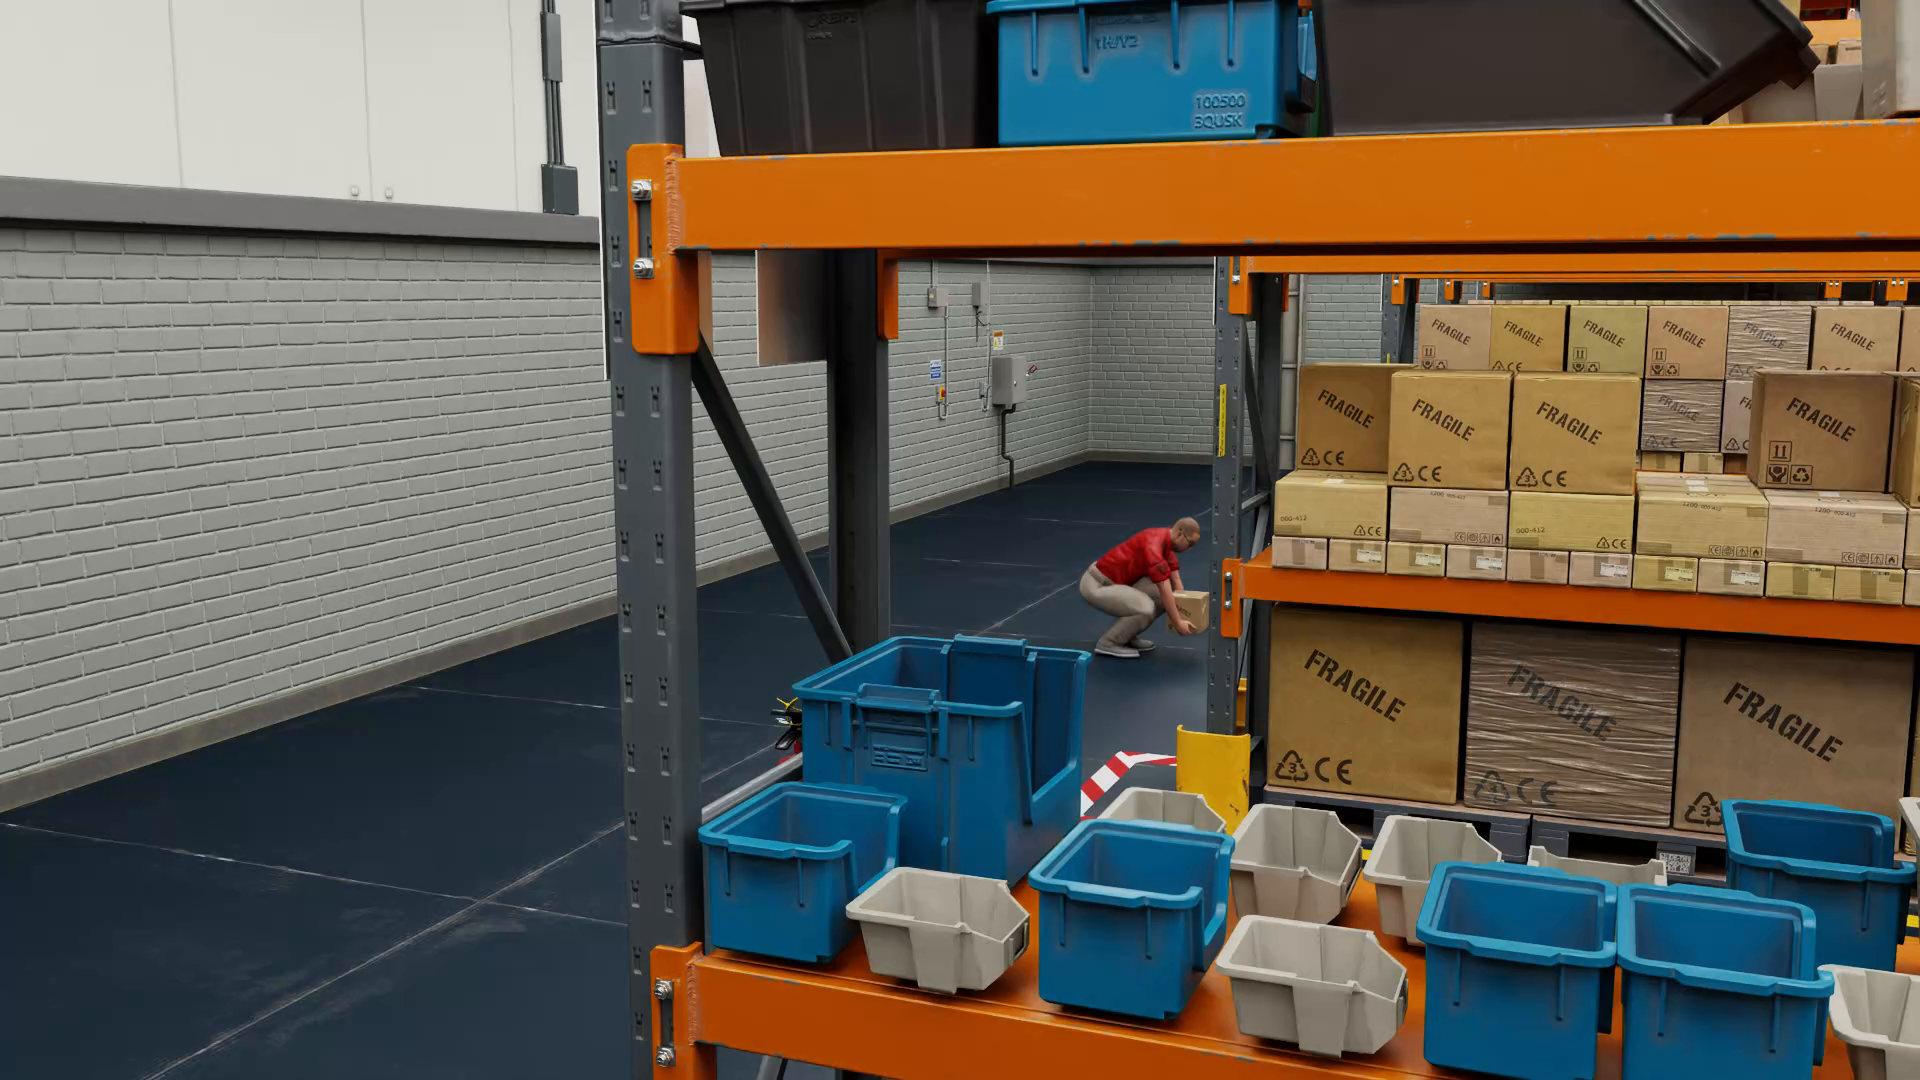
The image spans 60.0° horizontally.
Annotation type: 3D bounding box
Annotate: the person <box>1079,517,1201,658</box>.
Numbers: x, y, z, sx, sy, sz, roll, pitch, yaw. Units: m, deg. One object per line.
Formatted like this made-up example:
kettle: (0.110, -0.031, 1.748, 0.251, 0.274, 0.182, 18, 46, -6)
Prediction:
person: (1.290, 0.326, 11.767, 0.866, 0.990, 0.537, 3, 9, 20)
